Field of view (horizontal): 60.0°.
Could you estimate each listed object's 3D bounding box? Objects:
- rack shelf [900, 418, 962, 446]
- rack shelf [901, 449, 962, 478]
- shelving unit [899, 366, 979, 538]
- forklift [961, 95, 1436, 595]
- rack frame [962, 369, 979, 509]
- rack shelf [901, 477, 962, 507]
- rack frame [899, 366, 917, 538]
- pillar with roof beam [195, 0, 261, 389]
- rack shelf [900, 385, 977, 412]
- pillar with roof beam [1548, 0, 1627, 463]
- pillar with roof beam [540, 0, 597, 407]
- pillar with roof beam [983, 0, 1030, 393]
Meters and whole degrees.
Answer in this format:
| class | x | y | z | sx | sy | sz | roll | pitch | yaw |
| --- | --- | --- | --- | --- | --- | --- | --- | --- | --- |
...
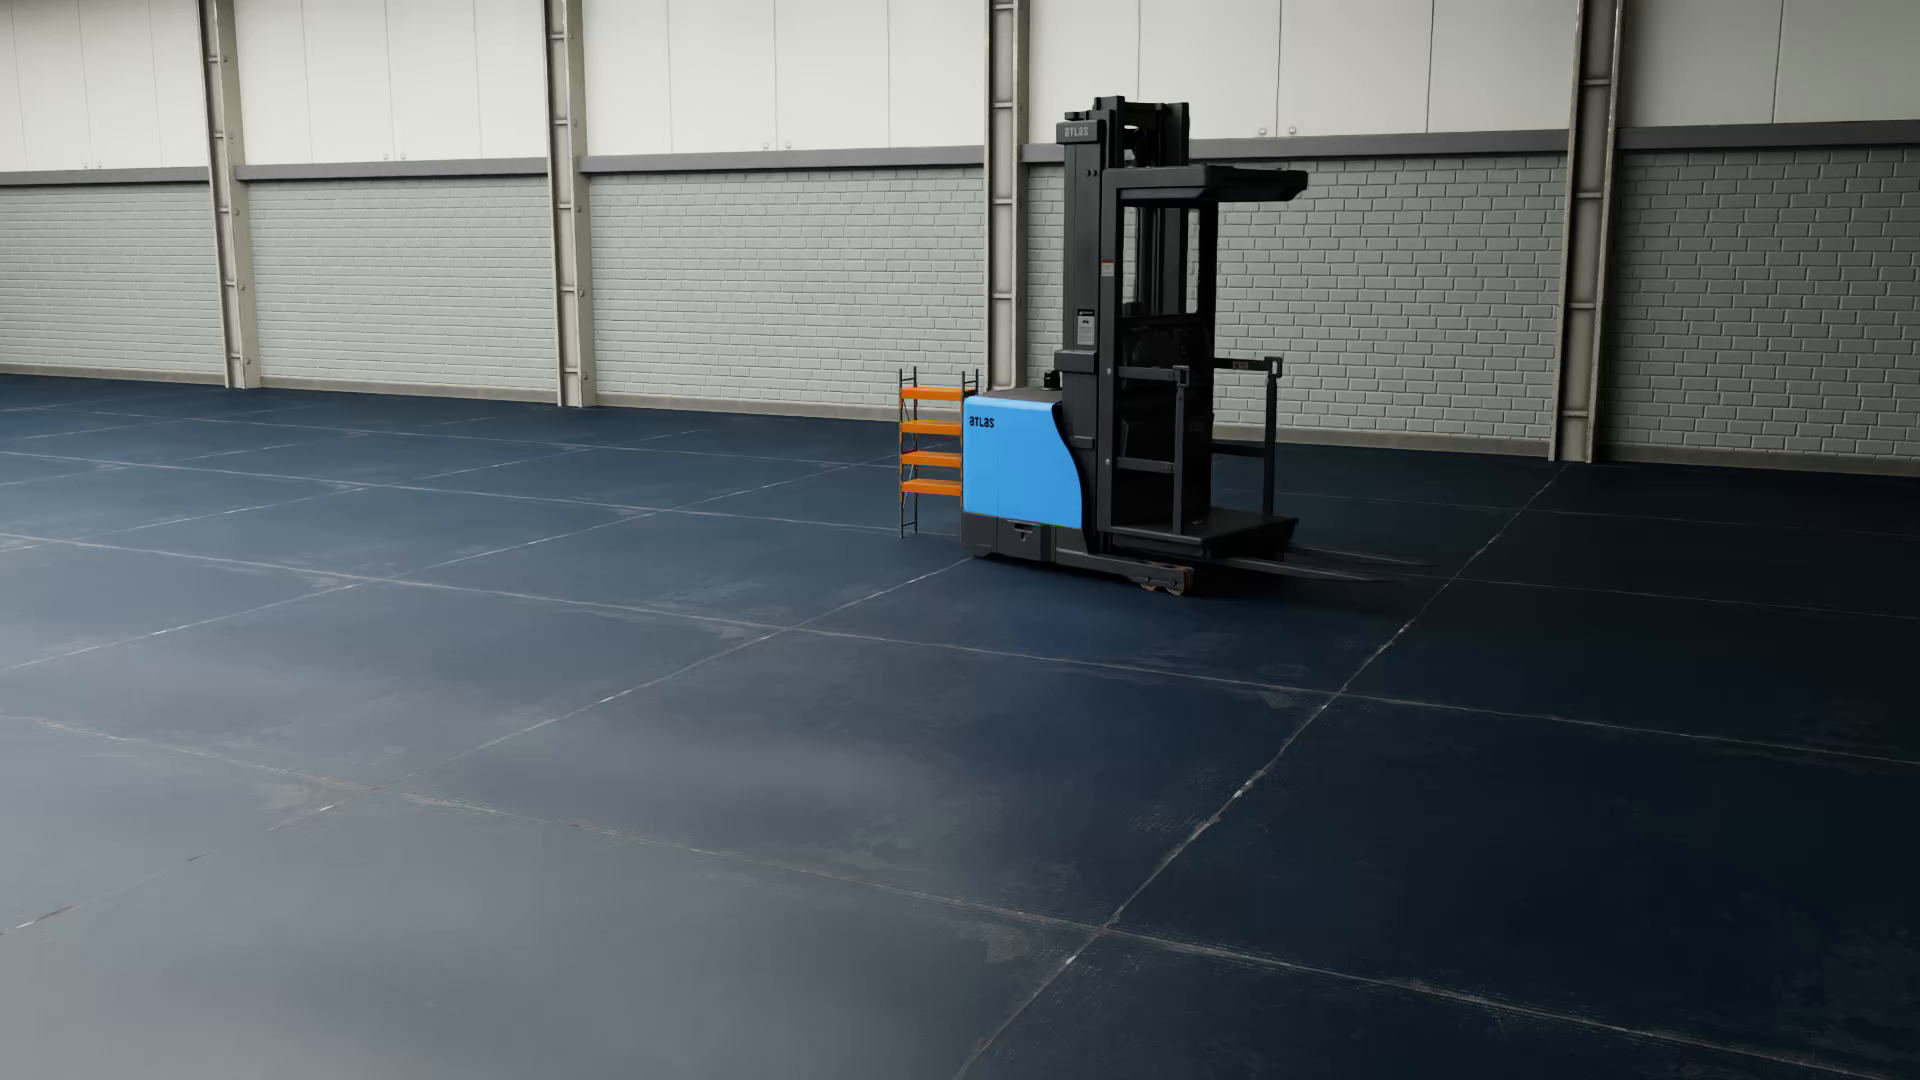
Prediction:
| class | x | y | z | sx | sy | sz | roll | pitch | yaw |
| --- | --- | --- | --- | --- | --- | --- | --- | --- | --- |
| rack shelf | -0.148 | -0.757 | 11.668 | 0.480 | 0.148 | 0.258 | 5 | 11 | 26 |
| rack shelf | -0.148 | -0.537 | 11.707 | 0.480 | 0.148 | 0.258 | 5 | 11 | 26 |
| shelving unit | -0.148 | -0.603 | 11.695 | 0.503 | 1.200 | 0.258 | 5 | 11 | 26 |
| forklift | 1.436 | -1.219 | 10.236 | 3.031 | 2.935 | 1.130 | 9 | 14 | 41 |
| rack frame | 0.070 | -0.584 | 11.589 | 0.015 | 1.200 | 0.240 | 5 | 11 | 26 |
| rack shelf | -0.148 | -0.342 | 11.743 | 0.480 | 0.148 | 0.258 | 5 | 11 | 26 |
| rack frame | -0.367 | -0.623 | 11.802 | 0.015 | 1.200 | 0.240 | 5 | 11 | 26 |
| pillar with roof beam | -12.163 | -5.929 | 19.224 | 0.400 | 9.000 | 9.100 | 5 | 11 | 26 |
| rack shelf | -0.148 | -0.990 | 11.625 | 0.480 | 0.148 | 0.258 | 5 | 11 | 26 |
| pillar with roof beam | 3.979 | -4.511 | 11.387 | 0.400 | 9.000 | 9.100 | 5 | 11 | 26 |
| pillar with roof beam | -6.782 | -5.457 | 16.612 | 0.400 | 9.000 | 9.100 | 5 | 11 | 26 |
| pillar with roof beam | -1.401 | -4.984 | 13.999 | 0.400 | 9.000 | 9.100 | 5 | 11 | 26 |
